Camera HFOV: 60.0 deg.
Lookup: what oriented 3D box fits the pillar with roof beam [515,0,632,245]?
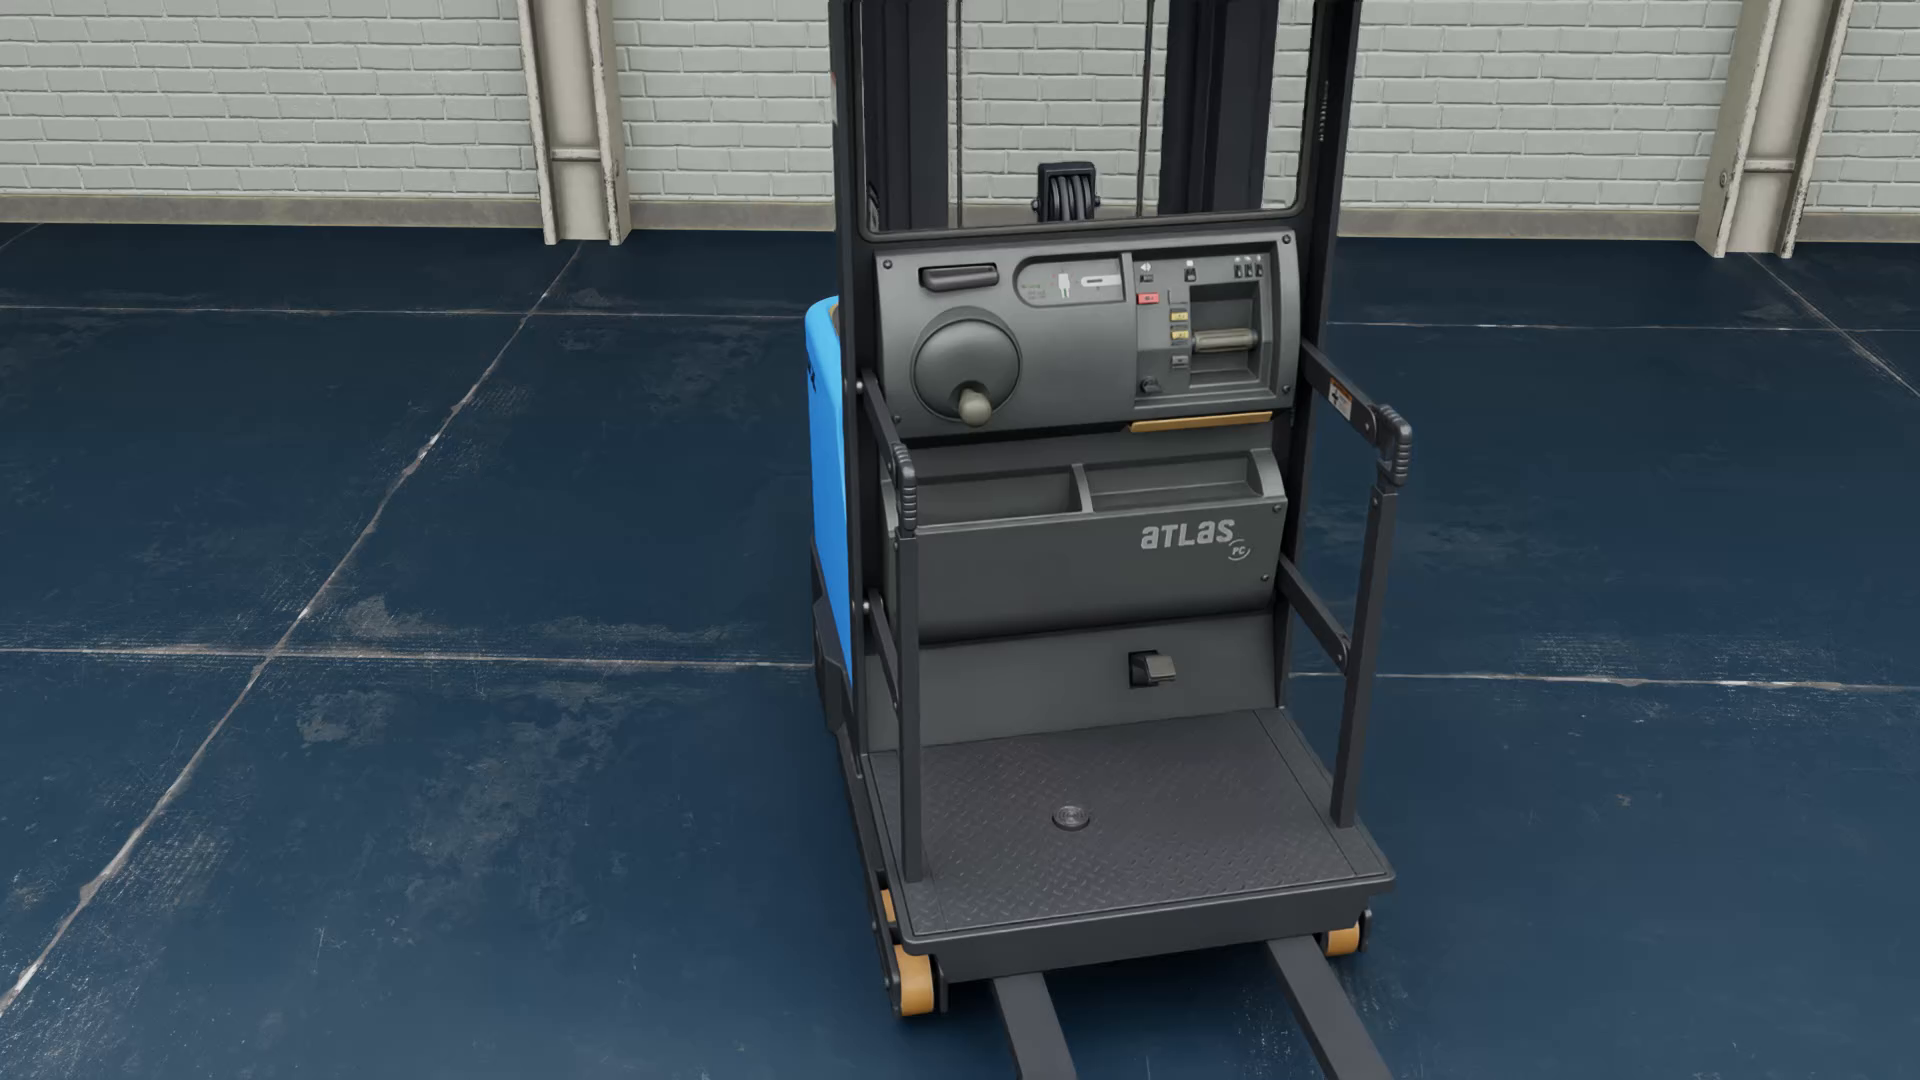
[{"bbox_3d":[-2.110,-3.569,2.874,0.400,9.000,9.100,1,28,2],"label":"pillar with roof beam"}]

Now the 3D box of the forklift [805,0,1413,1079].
[{"bbox_3d":[0.329,-0.416,3.405,1.130,2.935,3.031,-5,28,-10],"label":"forklift"}]

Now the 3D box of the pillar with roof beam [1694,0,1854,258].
[{"bbox_3d":[3.887,-3.469,2.687,0.400,9.000,9.100,1,28,2],"label":"pillar with roof beam"}]
